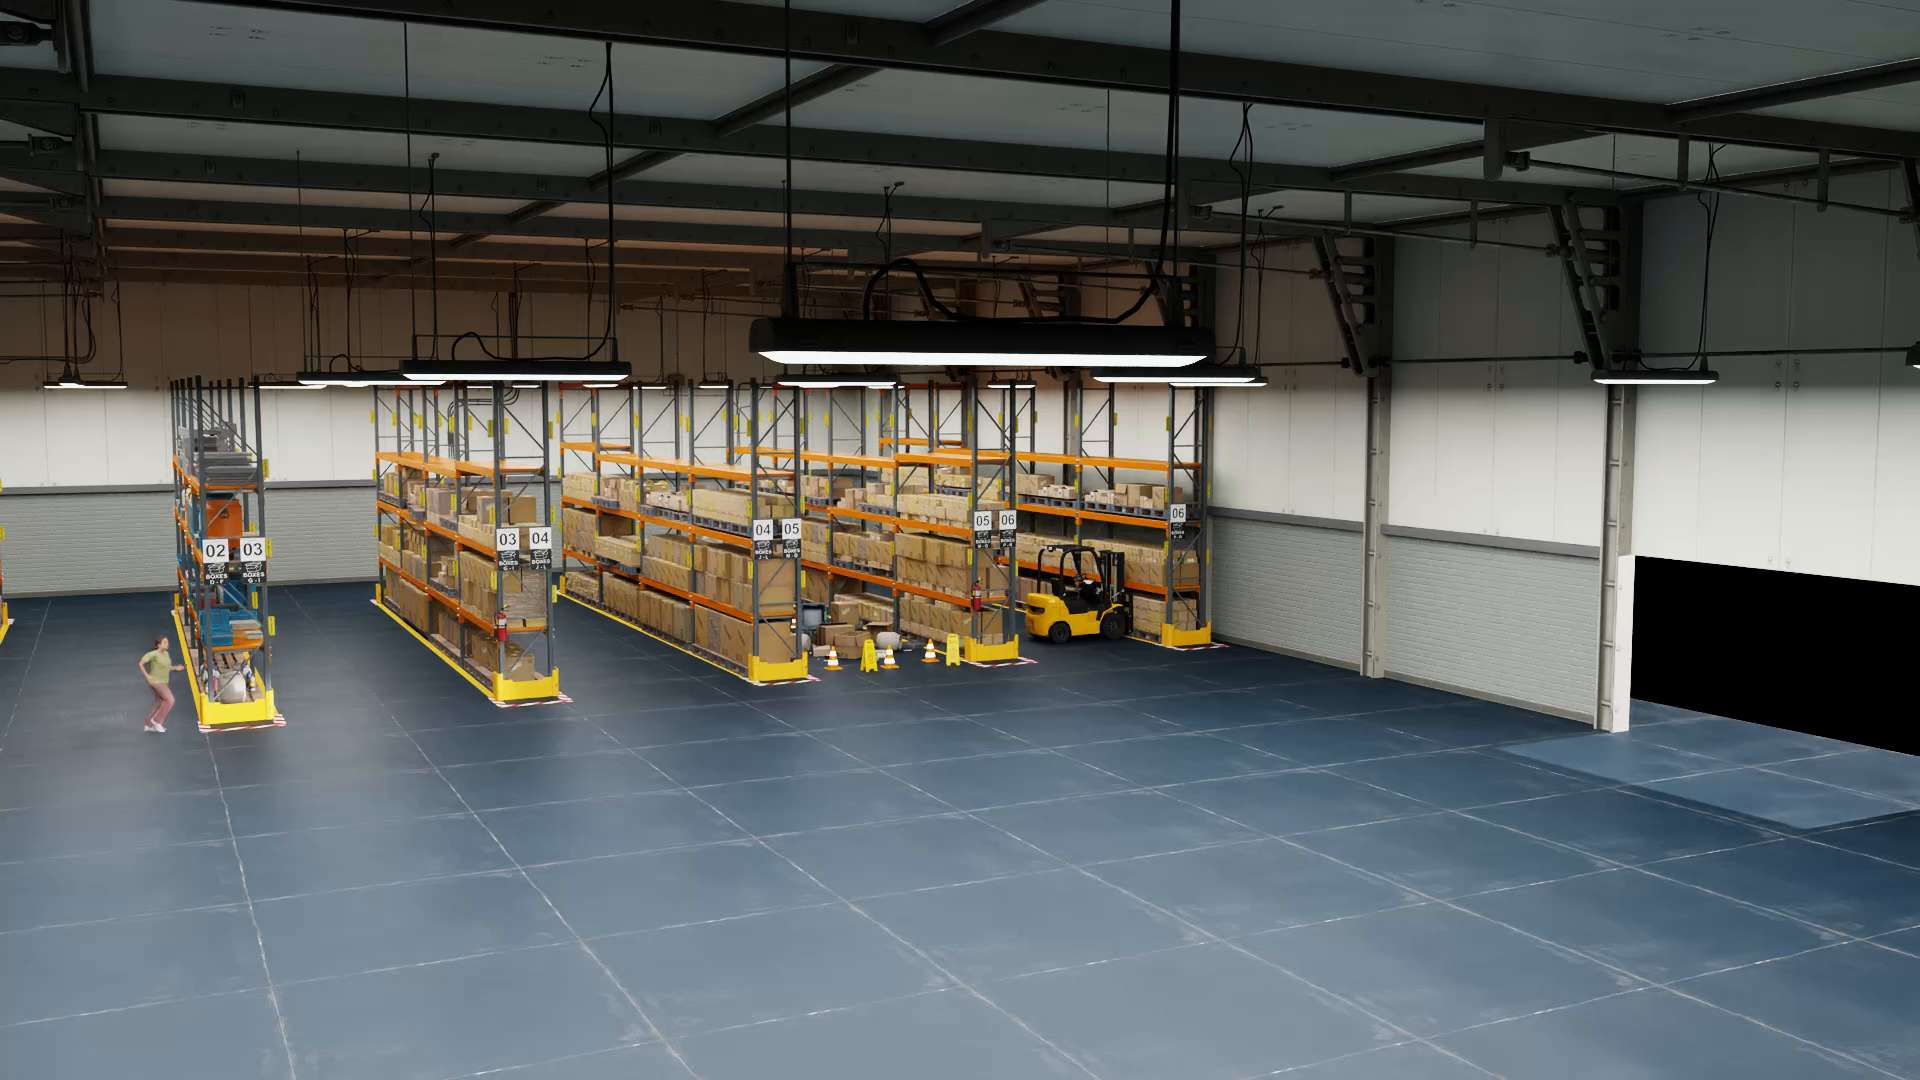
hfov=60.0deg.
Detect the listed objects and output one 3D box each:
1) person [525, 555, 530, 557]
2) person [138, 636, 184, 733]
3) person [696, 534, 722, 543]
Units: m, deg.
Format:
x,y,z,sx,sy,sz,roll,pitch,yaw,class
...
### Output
x,y,z,sx,sy,sz,roll,pitch,yaw,class
-11.744,0.870,45.028,0.670,1.714,0.708,-4,7,-40,person
-13.418,2.425,27.911,0.687,1.649,0.585,1,5,9,person
-7.756,0.437,50.973,0.694,1.493,1.049,5,7,43,person
